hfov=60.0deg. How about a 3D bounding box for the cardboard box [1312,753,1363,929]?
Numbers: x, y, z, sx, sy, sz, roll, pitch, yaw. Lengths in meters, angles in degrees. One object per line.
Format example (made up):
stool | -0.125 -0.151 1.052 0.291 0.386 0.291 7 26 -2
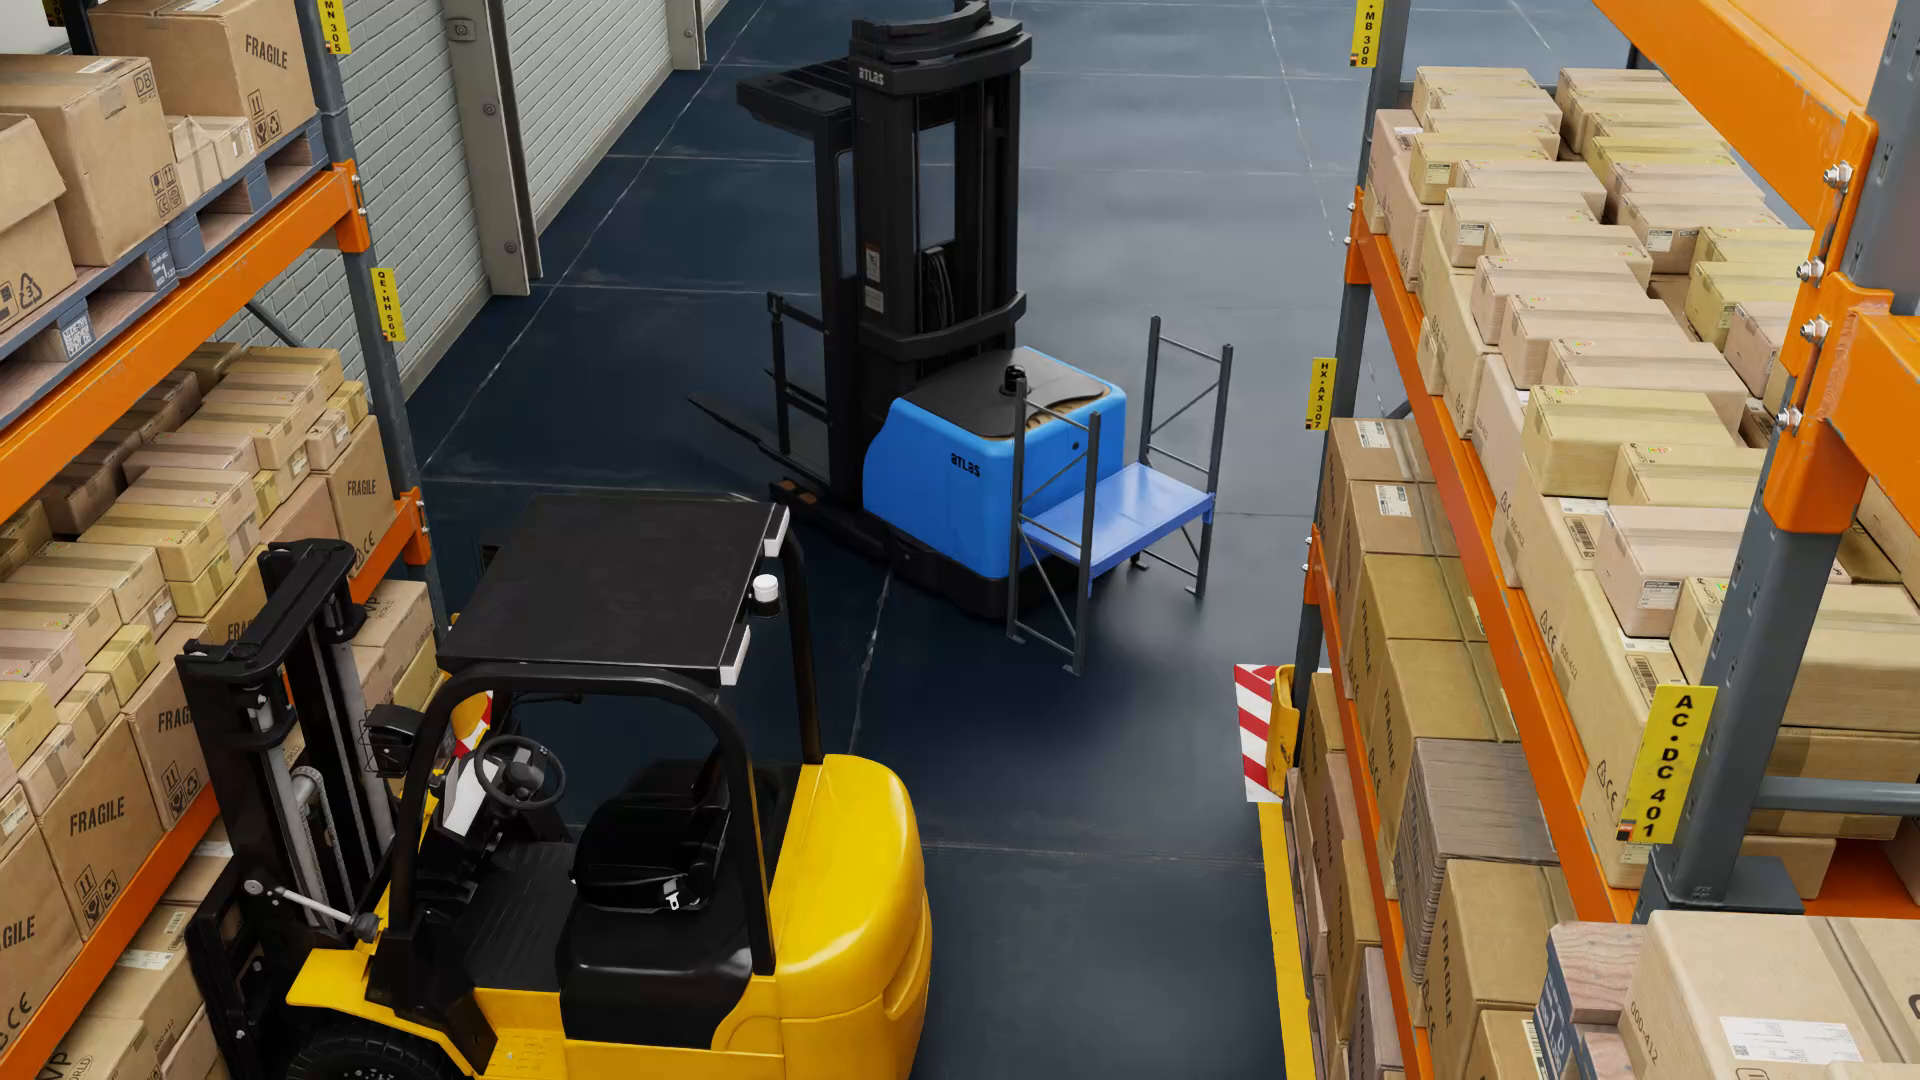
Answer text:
cardboard box | 1.642 1.163 6.289 0.500 0.500 0.500 1 32 2

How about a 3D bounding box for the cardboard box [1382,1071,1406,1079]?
cardboard box | 1.518 1.972 4.977 0.500 0.500 0.500 3 32 5

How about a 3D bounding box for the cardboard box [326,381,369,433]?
cardboard box | -2.673 -0.541 6.835 0.380 0.149 0.250 3 32 5

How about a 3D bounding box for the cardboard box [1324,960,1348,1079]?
cardboard box | 1.601 1.749 6.054 0.500 0.250 0.500 5 32 7

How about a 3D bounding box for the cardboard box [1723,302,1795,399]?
cardboard box | 2.100 -0.457 4.034 0.380 0.149 0.250 2 32 3

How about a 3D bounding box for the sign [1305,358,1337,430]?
sign | 1.482 -0.597 6.815 0.100 0.325 0.005 2 32 4

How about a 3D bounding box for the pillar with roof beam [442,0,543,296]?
pillar with roof beam | 0.900 -5.597 10.036 9.100 9.000 0.400 2 32 4

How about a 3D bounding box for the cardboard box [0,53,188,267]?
cardboard box | -2.901 -1.183 5.141 0.700 0.500 0.500 3 32 4

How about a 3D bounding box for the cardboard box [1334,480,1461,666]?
cardboard box | 1.669 0.132 6.078 0.500 0.500 0.500 3 32 5

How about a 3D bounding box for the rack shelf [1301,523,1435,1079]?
rack shelf | 1.860 1.147 5.496 1.077 0.370 4.000 2 32 4

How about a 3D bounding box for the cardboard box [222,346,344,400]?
cardboard box | -2.743 -0.664 6.752 0.380 0.149 0.250 3 32 4

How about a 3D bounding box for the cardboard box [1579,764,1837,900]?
cardboard box | 1.419 0.538 3.179 0.380 0.149 0.250 3 32 4

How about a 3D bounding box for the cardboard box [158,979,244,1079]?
cardboard box | -2.811 1.690 5.674 0.500 0.250 0.500 2 32 4

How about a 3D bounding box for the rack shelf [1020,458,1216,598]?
rack shelf | 0.796 -0.079 8.561 0.538 0.185 1.000 28 41 36

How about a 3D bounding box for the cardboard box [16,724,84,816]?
cardboard box | -2.832 0.666 4.877 0.380 0.149 0.250 2 32 3

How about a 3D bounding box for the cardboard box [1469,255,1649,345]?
cardboard box | 1.537 -0.613 4.286 0.380 0.149 0.250 3 32 5

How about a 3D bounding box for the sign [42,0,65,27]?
sign | -3.477 -2.125 6.352 0.100 0.325 0.005 2 32 4

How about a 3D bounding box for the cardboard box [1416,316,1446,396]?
cardboard box | 1.571 -0.540 4.928 0.380 0.149 0.250 3 32 5

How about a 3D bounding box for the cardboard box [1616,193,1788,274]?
cardboard box | 2.082 -0.864 4.694 0.380 0.149 0.250 2 32 3

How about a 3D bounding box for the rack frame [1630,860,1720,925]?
rack frame | 1.698 1.886 3.610 1.000 3.000 0.127 2 32 4

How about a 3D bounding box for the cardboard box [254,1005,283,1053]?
cardboard box | -2.767 1.629 6.248 0.500 0.250 0.500 3 32 6

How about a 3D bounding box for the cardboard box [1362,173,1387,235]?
cardboard box | 1.673 -1.216 6.024 0.380 0.149 0.250 2 32 4

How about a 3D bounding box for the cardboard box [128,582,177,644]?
cardboard box | -2.864 0.258 5.540 0.380 0.149 0.250 2 32 4

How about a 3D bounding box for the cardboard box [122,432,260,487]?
cardboard box | -2.821 -0.269 6.111 0.380 0.149 0.250 3 32 4

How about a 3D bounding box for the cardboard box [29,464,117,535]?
cardboard box | -3.258 -0.153 5.922 0.380 0.149 0.250 3 32 6

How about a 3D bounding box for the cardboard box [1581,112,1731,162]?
cardboard box | 2.228 -1.258 5.333 0.380 0.149 0.250 2 32 3

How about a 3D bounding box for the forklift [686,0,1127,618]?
forklift | -0.473 -1.520 9.202 1.130 2.935 3.031 -26 40 -35

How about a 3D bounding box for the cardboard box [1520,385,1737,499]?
cardboard box | 1.451 -0.211 3.634 0.380 0.149 0.250 3 32 5

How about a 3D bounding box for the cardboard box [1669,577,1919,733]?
cardboard box | 1.506 0.202 2.964 0.380 0.149 0.250 3 32 5

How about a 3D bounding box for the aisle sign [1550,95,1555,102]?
aisle sign | 2.317 -1.332 6.355 0.394 0.787 0.004 2 32 4

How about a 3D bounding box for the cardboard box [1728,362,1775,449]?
cardboard box | 2.093 -0.203 4.001 0.500 0.250 0.500 3 32 4

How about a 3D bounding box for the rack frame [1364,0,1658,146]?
rack frame | 2.023 -2.759 5.430 1.000 3.000 0.127 2 32 4

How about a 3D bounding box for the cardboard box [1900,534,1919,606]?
cardboard box | 2.041 0.089 3.147 0.380 0.149 0.250 3 32 5

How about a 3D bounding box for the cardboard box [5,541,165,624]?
cardboard box | -2.862 0.138 5.450 0.380 0.149 0.250 3 32 5

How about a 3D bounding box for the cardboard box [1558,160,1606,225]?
cardboard box | 2.194 -1.004 5.300 0.500 0.250 0.500 2 32 3

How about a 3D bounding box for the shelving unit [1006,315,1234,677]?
shelving unit | 0.799 -0.231 8.464 0.538 1.500 1.048 28 41 36

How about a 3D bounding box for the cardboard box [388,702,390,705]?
cardboard box | -2.704 0.893 6.966 0.500 0.250 0.500 2 32 4

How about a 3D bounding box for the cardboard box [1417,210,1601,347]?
cardboard box | 1.649 -0.759 4.904 0.500 0.250 0.500 3 32 5

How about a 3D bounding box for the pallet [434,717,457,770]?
pallet | -2.945 1.173 7.425 1.003 0.211 1.213 2 32 4

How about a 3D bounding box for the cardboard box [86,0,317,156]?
cardboard box | -2.717 -1.714 6.003 0.500 0.500 0.500 3 32 6

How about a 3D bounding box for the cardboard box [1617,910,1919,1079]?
cardboard box | 1.250 0.783 2.285 0.500 0.250 0.500 2 32 3

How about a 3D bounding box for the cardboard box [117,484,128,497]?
cardboard box | -3.277 -0.166 6.227 0.380 0.149 0.250 1 32 2

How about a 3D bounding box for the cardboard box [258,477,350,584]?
cardboard box | -2.754 0.081 6.444 0.500 0.500 0.500 3 32 6

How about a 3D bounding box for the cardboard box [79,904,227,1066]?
cardboard box | -2.817 1.475 5.545 0.500 0.250 0.500 3 32 6

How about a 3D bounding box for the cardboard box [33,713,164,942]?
cardboard box | -2.888 0.875 5.156 0.500 0.500 0.500 2 32 3

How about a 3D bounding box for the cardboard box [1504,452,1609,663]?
cardboard box | 1.505 0.040 3.607 0.500 0.250 0.500 2 32 3

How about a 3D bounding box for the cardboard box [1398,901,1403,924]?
cardboard box | 1.550 1.148 5.047 0.380 0.149 0.250 2 32 3

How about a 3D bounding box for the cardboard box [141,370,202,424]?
cardboard box | -3.249 -0.558 6.579 0.380 0.149 0.250 4 32 6

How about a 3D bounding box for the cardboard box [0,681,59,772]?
cardboard box | -2.868 0.535 4.805 0.380 0.149 0.250 2 32 3

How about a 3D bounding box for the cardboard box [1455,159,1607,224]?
cardboard box | 1.685 -1.016 4.939 0.380 0.149 0.250 2 32 4

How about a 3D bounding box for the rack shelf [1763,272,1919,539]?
rack shelf | 1.535 0.855 0.633 1.077 0.370 4.000 2 32 4

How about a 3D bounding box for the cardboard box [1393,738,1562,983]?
cardboard box | 1.559 0.933 4.778 0.500 0.500 0.500 3 32 5

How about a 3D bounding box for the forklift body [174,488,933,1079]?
forklift body | -1.260 1.015 5.832 2.313 2.155 1.214 2 32 4

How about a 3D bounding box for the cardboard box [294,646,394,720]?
cardboard box | -2.687 0.672 6.848 0.500 0.250 0.500 3 32 5

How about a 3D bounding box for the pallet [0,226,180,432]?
pallet | -3.104 -0.646 4.945 1.003 0.211 1.213 2 32 4

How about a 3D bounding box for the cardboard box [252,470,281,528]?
cardboard box | -2.778 -0.144 6.191 0.380 0.149 0.250 2 32 4

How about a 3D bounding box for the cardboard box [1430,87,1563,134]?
cardboard box | 1.786 -1.405 5.572 0.380 0.149 0.250 2 32 4

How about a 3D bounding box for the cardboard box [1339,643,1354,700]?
cardboard box | 1.614 0.469 6.150 0.380 0.149 0.250 3 32 5
